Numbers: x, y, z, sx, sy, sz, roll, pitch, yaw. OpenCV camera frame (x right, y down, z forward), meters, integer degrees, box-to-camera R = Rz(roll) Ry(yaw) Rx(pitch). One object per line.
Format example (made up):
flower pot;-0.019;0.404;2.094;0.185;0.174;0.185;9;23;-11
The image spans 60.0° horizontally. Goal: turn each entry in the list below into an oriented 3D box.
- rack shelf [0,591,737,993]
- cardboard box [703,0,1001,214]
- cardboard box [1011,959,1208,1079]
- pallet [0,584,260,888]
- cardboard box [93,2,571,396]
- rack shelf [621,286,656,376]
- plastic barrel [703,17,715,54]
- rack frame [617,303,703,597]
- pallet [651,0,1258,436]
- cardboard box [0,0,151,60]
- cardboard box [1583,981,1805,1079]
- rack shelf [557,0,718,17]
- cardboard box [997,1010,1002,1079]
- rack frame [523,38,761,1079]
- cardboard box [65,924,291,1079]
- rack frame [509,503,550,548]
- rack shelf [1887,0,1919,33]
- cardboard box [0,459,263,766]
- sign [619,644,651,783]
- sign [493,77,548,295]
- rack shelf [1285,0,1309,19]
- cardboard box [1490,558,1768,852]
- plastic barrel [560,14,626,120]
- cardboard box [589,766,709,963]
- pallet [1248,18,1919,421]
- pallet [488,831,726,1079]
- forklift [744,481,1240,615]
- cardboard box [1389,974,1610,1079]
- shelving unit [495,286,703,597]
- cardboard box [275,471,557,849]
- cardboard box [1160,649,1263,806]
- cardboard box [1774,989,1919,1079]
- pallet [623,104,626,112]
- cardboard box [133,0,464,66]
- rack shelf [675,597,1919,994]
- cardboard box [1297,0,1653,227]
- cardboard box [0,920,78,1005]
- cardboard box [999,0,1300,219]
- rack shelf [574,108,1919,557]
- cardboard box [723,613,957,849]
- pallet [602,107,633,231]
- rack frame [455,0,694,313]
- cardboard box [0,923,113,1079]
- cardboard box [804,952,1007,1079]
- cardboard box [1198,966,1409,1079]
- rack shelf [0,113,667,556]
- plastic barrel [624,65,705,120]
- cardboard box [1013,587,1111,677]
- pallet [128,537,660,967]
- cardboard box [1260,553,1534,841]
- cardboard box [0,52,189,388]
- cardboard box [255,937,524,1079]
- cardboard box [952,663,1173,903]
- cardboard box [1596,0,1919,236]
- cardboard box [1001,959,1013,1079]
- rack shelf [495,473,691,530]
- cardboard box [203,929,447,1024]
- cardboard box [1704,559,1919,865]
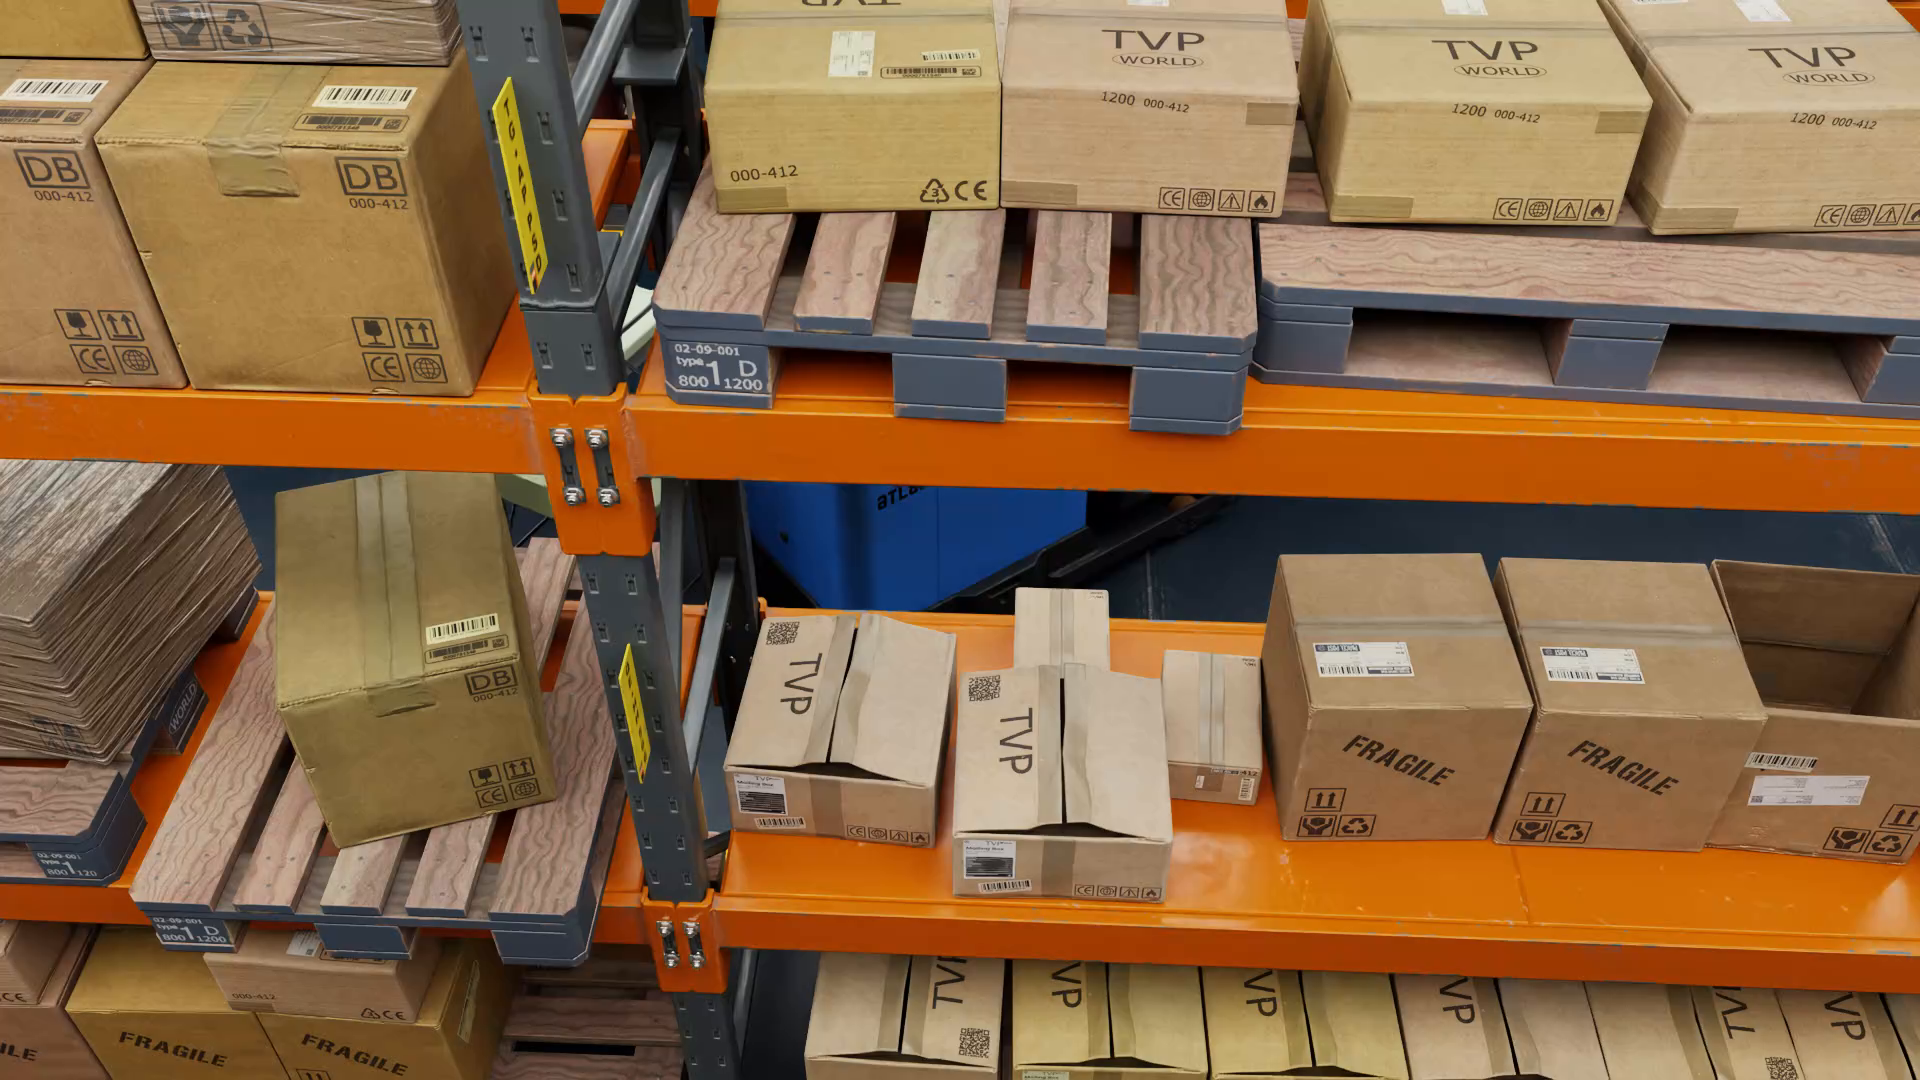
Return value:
rack shelf;-2.642;0.581;4.454;4.000;0.370;1.077;2;43;2
cardboard box;-0.188;-0.842;3.054;0.500;0.250;0.500;-1;43;-1
cardboard box;0.391;1.253;4.502;0.500;0.311;0.500;1;43;1
pallet;-2.587;0.393;4.269;1.213;0.211;1.003;2;43;2
cardboard box;-1.081;-0.746;3.076;0.500;0.500;0.910;2;43;2
rack shelf;-1.360;-0.699;5.827;0.720;0.370;0.431;20;47;20
plastic barrel;-0.907;-2.357;8.363;0.708;0.830;0.600;2;43;2
rack frame;-1.037;-0.296;5.968;0.023;1.500;0.400;20;47;20
pallet;0.038;-0.689;3.227;1.003;0.211;1.213;4;43;4
cardboard box;-1.589;-1.154;2.781;0.500;0.500;0.500;2;43;2
cardboard box;1.916;1.303;4.448;0.500;0.311;0.500;2;43;2
rack shelf;-2.415;-2.792;8.074;4.000;0.370;1.077;2;43;2
cardboard box;-0.134;1.448;4.705;0.500;0.250;0.500;2;43;2
rack frame;-0.644;0.379;4.143;0.127;3.000;1.000;2;43;2
cardboard box;-2.106;1.248;4.721;0.500;0.500;0.500;0;43;0
rack frame;-1.683;-0.531;6.219;0.023;1.500;0.400;20;47;20
rack shelf;5.577;-2.546;7.811;4.000;0.370;1.077;2;43;2
cardboard box;-2.183;0.088;4.073;0.500;0.500;0.700;9;44;10
sign;-0.659;0.354;3.378;0.005;0.325;0.100;2;43;2
sign;-0.671;-0.538;2.547;0.005;0.325;0.100;2;43;2
rack shelf;1.581;-2.669;7.942;4.000;0.370;1.077;2;43;2
cardboard box;1.559;0.399;4.048;0.500;0.500;0.500;2;43;2
plastic barrel;-2.035;-2.303;8.483;0.708;0.588;0.600;2;43;2
cardboard box;-1.086;0.924;5.068;0.500;0.500;0.500;3;43;4
pallet;1.155;-0.657;3.193;1.213;0.211;1.003;4;43;4
pallet;-1.388;1.351;5.145;1.213;0.211;1.003;2;43;2
forklift;0.538;-1.362;6.062;3.031;2.935;1.130;-27;49;-26
cardboard box;1.414;1.285;4.467;0.500;0.311;0.500;1;43;1
shelving unit;-1.360;-0.413;6.093;0.755;1.500;0.431;20;47;20
cardboard box;-1.278;0.246;3.904;0.500;0.500;0.700;-12;44;-12
cardboard box;0.632;0.472;4.227;0.250;0.149;0.380;5;43;5
cardboard box;2.414;1.320;4.430;0.500;0.311;0.500;3;43;3
pallet;-2.422;-2.009;8.751;1.213;0.211;1.003;2;43;2
cardboard box;-1.080;-1.139;2.764;0.500;0.500;0.500;2;43;2
rack shelf;1.354;0.704;4.322;4.000;0.370;1.077;2;43;2
cardboard box;0.907;-0.813;3.023;0.500;0.250;0.500;1;43;1
cardboard box;-2.668;0.962;4.478;0.500;0.250;0.500;1;43;1
cardboard box;0.336;-0.838;3.050;0.500;0.250;0.500;3;43;3
rack shelf;1.354;-0.394;3.299;4.000;0.370;1.077;2;43;2
cardboard box;-0.283;0.453;4.129;0.500;0.311;0.500;4;43;5
pallet;-1.207;-1.969;8.709;1.213;0.211;1.003;2;43;2
rack frame;-0.644;-1.816;2.098;0.127;3.000;1.000;2;43;2
cardboard box;-2.630;1.236;4.734;0.500;0.500;0.500;0;43;0
cardboard box;-0.134;1.242;4.514;0.500;0.311;0.500;3;43;3
cardboard box;0.900;1.270;4.484;0.500;0.311;0.500;1;43;1
rack shelf;-2.642;-0.517;3.431;4.000;0.370;1.077;2;43;2
plastic barrel;-1.475;-2.197;8.425;0.421;0.512;0.421;0;43;0
cardboard box;0.267;0.310;4.400;0.250;0.149;0.380;2;43;2
pallet;-1.324;0.476;4.179;1.003;0.211;1.213;2;43;2
cardboard box;1.033;0.383;4.065;0.500;0.500;0.500;0;43;0
cardboard box;-1.591;-0.761;3.093;0.500;0.500;0.910;2;43;2
cardboard box;-1.589;1.264;4.704;0.500;0.500;0.500;3;43;4
cardboard box;0.241;0.571;4.002;0.500;0.311;0.500;1;43;1
cardboard box;1.445;-0.795;3.004;0.500;0.250;0.500;-2;43;-2
cardboard box;0.368;1.462;4.689;0.500;0.250;0.500;1;43;1
rack shelf;-1.360;-0.175;6.316;0.720;0.370;0.431;20;47;20
cardboard box;-1.645;0.991;4.447;0.500;0.250;0.500;3;43;4
cardboard box;2.059;0.414;4.031;0.500;0.500;0.500;5;43;5
